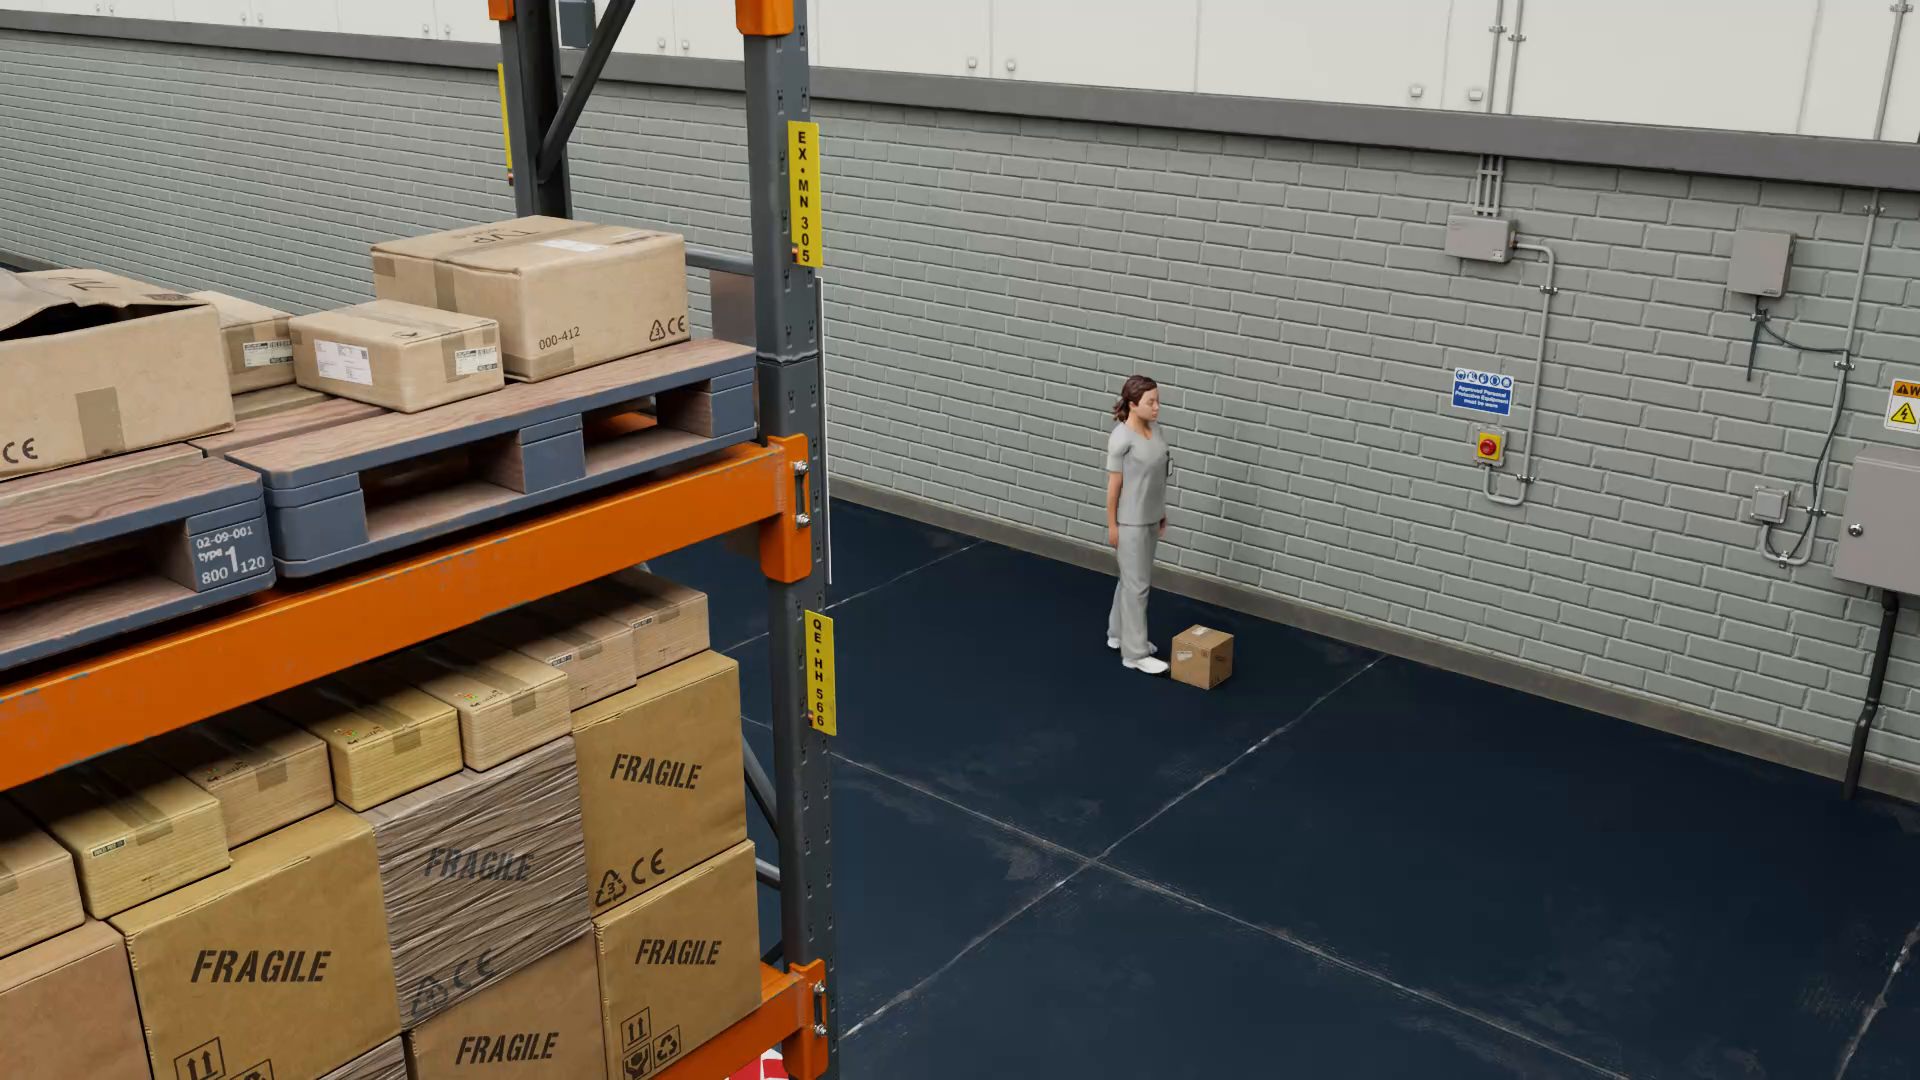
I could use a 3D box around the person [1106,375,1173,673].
[{"bbox_3d":[1.052,-0.098,9.346,0.520,1.670,0.442,16,26,37],"label":"person"}]
